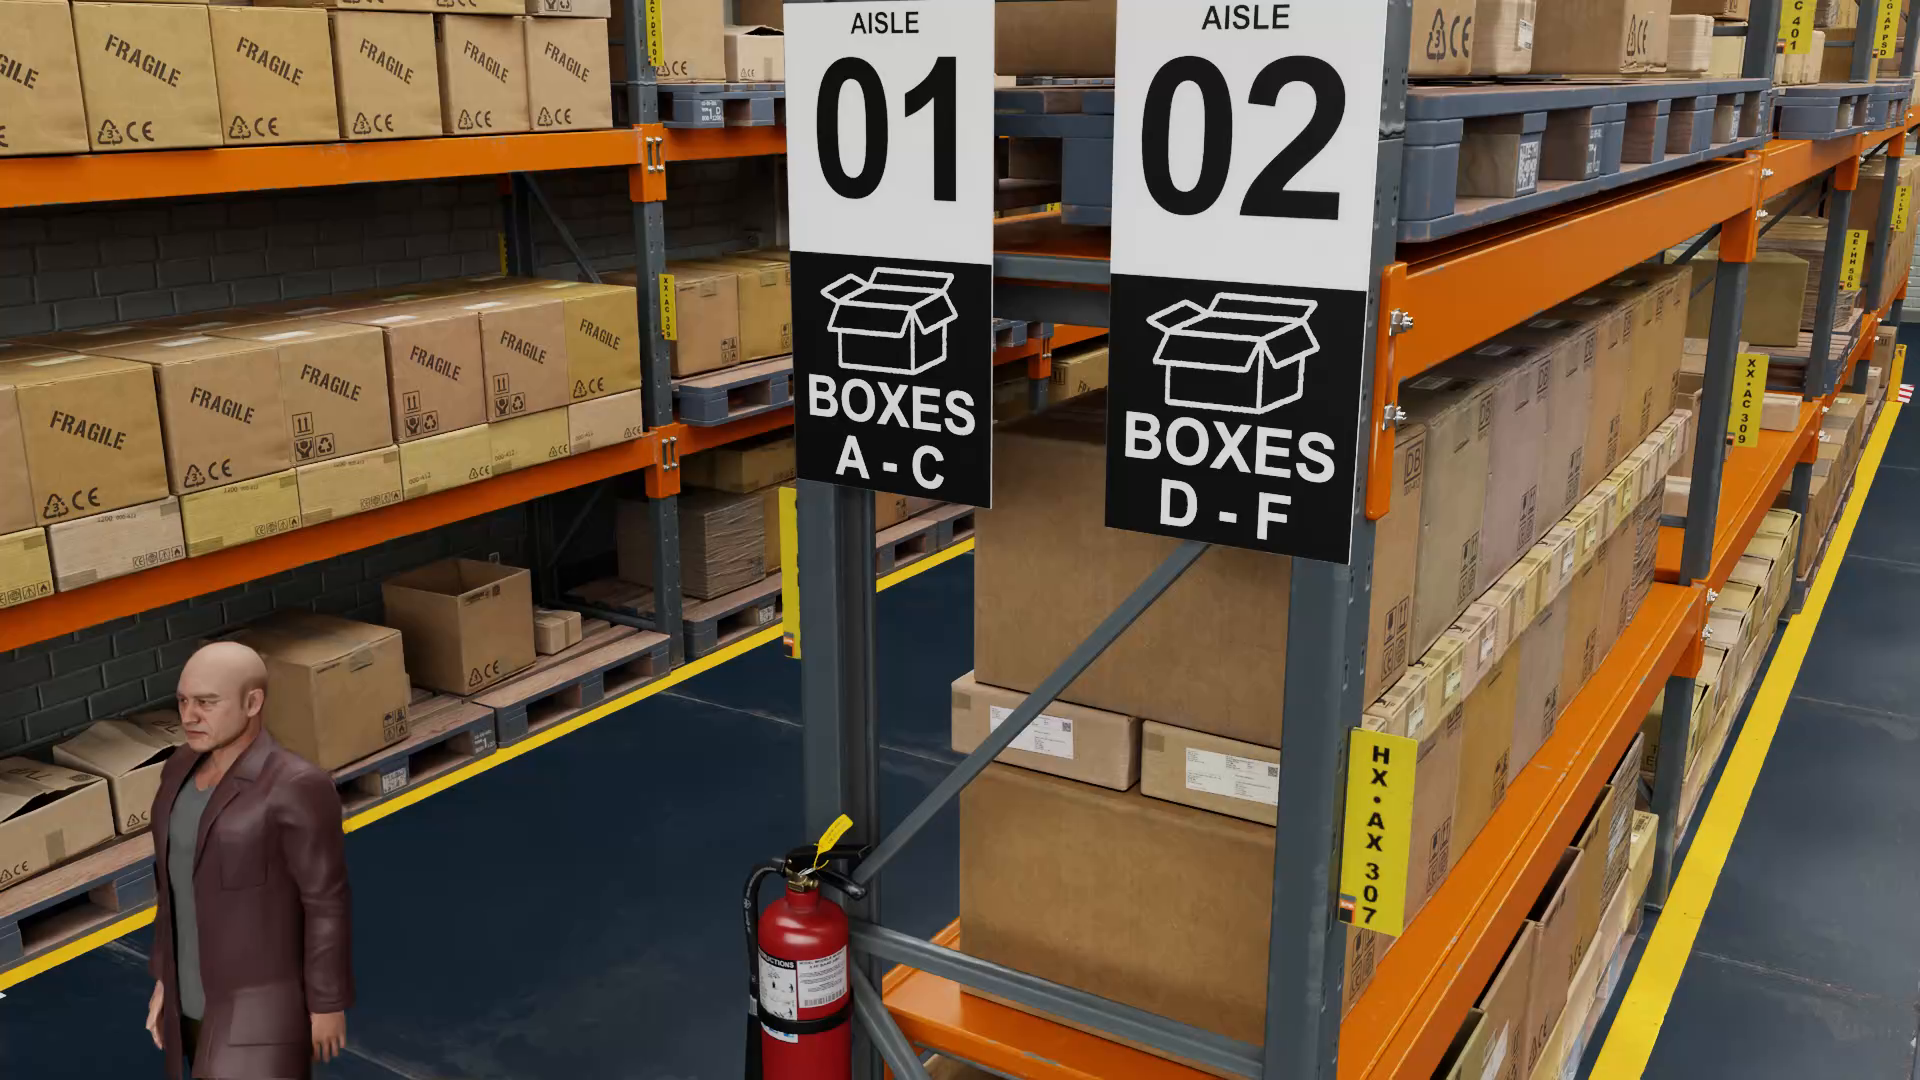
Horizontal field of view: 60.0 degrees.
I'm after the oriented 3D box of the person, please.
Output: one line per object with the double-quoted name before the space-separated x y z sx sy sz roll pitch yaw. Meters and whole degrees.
"person" -1.752 1.122 4.059 0.569 1.791 0.503 10 19 31
